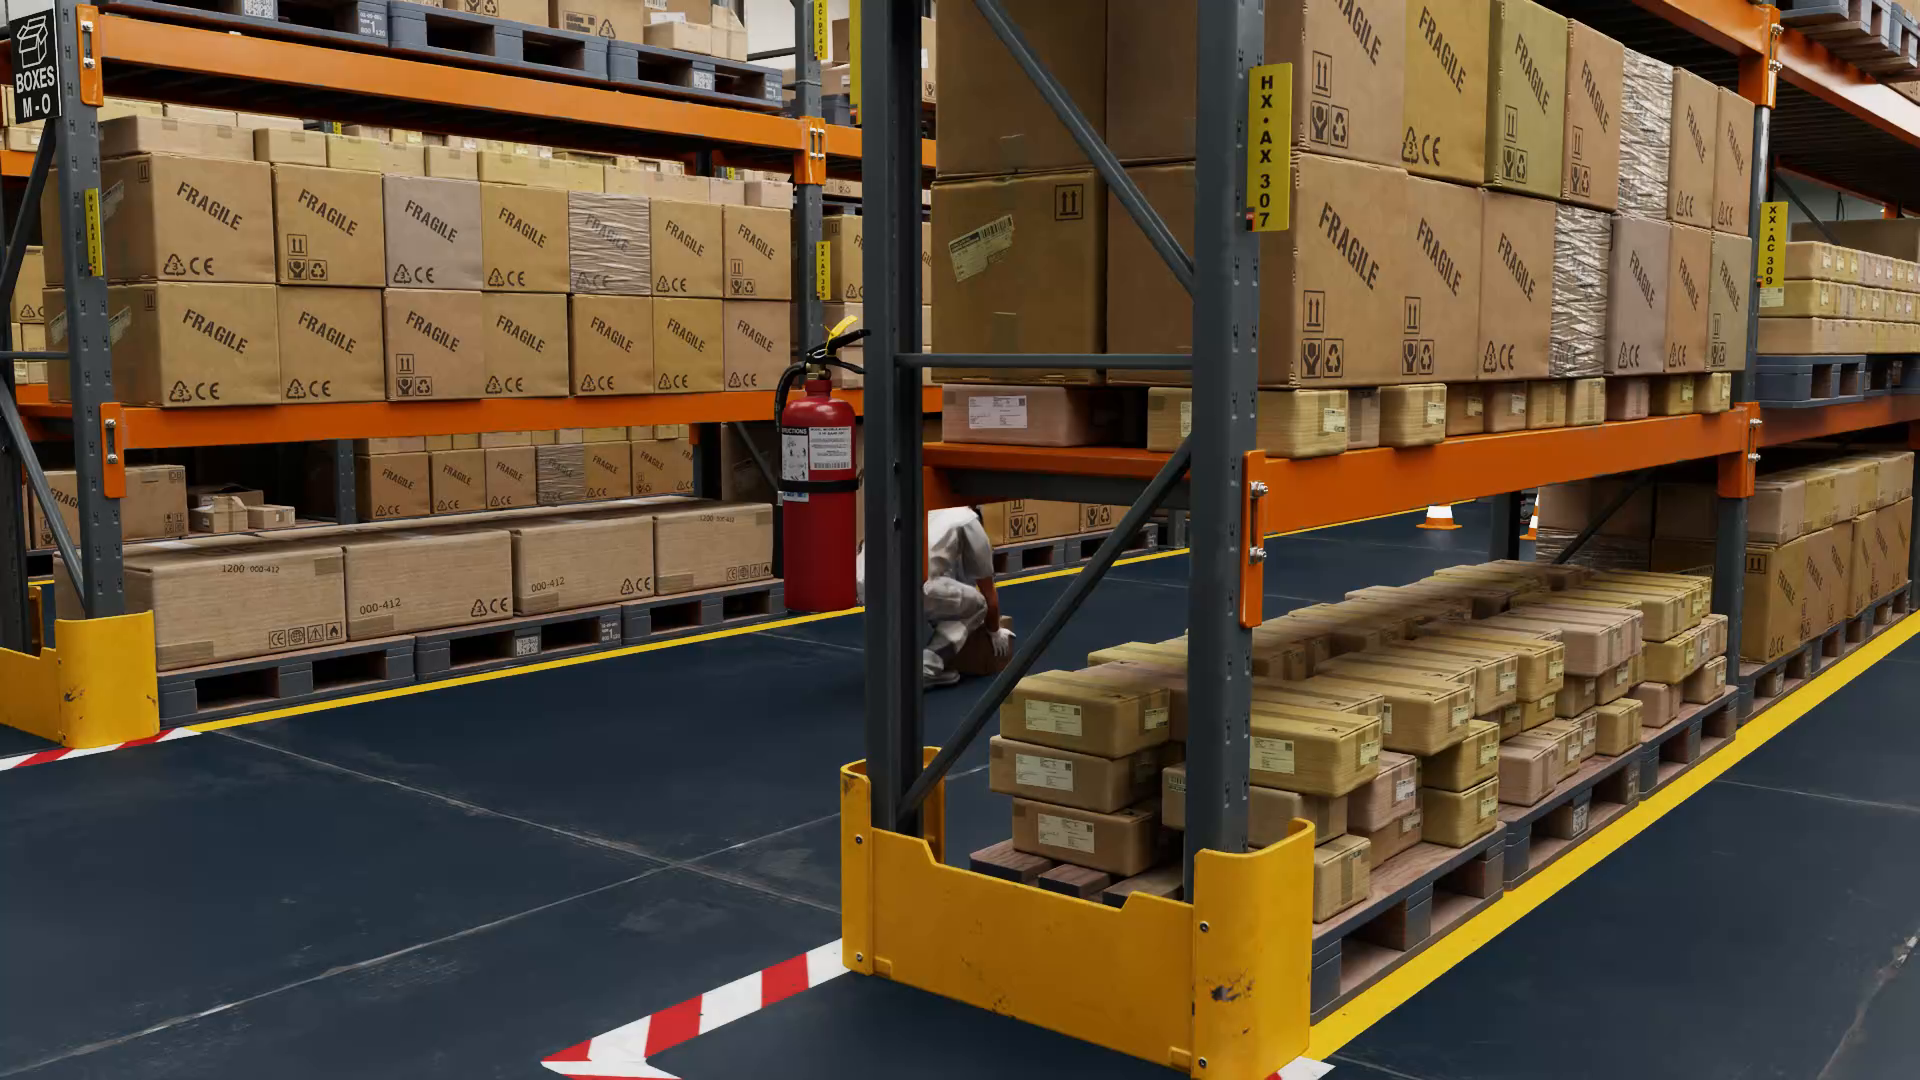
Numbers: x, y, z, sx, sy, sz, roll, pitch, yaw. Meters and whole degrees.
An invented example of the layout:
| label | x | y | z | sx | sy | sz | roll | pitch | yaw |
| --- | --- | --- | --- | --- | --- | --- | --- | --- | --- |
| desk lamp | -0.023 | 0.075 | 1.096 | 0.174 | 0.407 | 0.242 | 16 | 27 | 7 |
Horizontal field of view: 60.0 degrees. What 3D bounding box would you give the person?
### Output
| label | x | y | z | sx | sy | sz | roll | pitch | yaw |
| --- | --- | --- | --- | --- | --- | --- | --- | --- | --- |
| person | -0.156 | 0.196 | 7.732 | 0.570 | 0.920 | 0.886 | 5 | 8 | 38 |
